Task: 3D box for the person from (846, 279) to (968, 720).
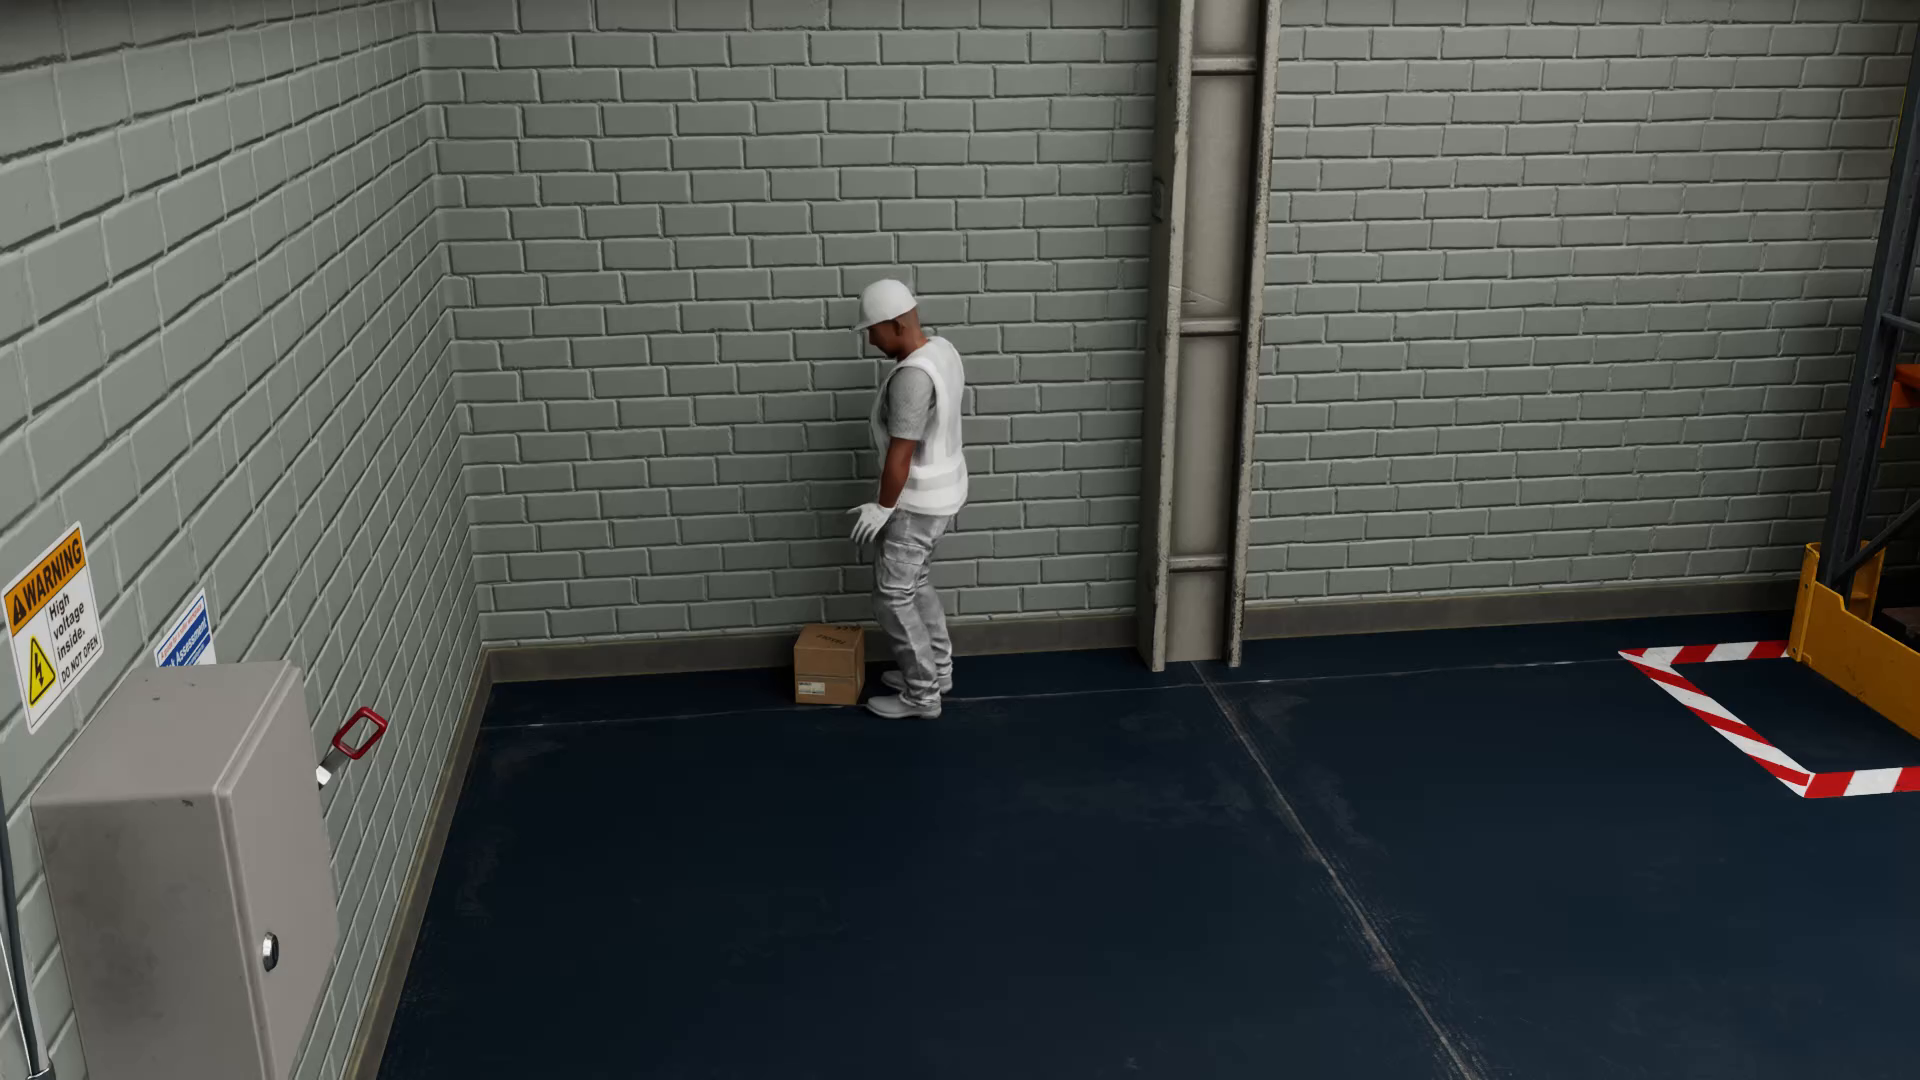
[{"bbox_3d":[-0.197,-0.151,6.520,0.427,1.749,0.566,4,20,11],"label":"person"}]
